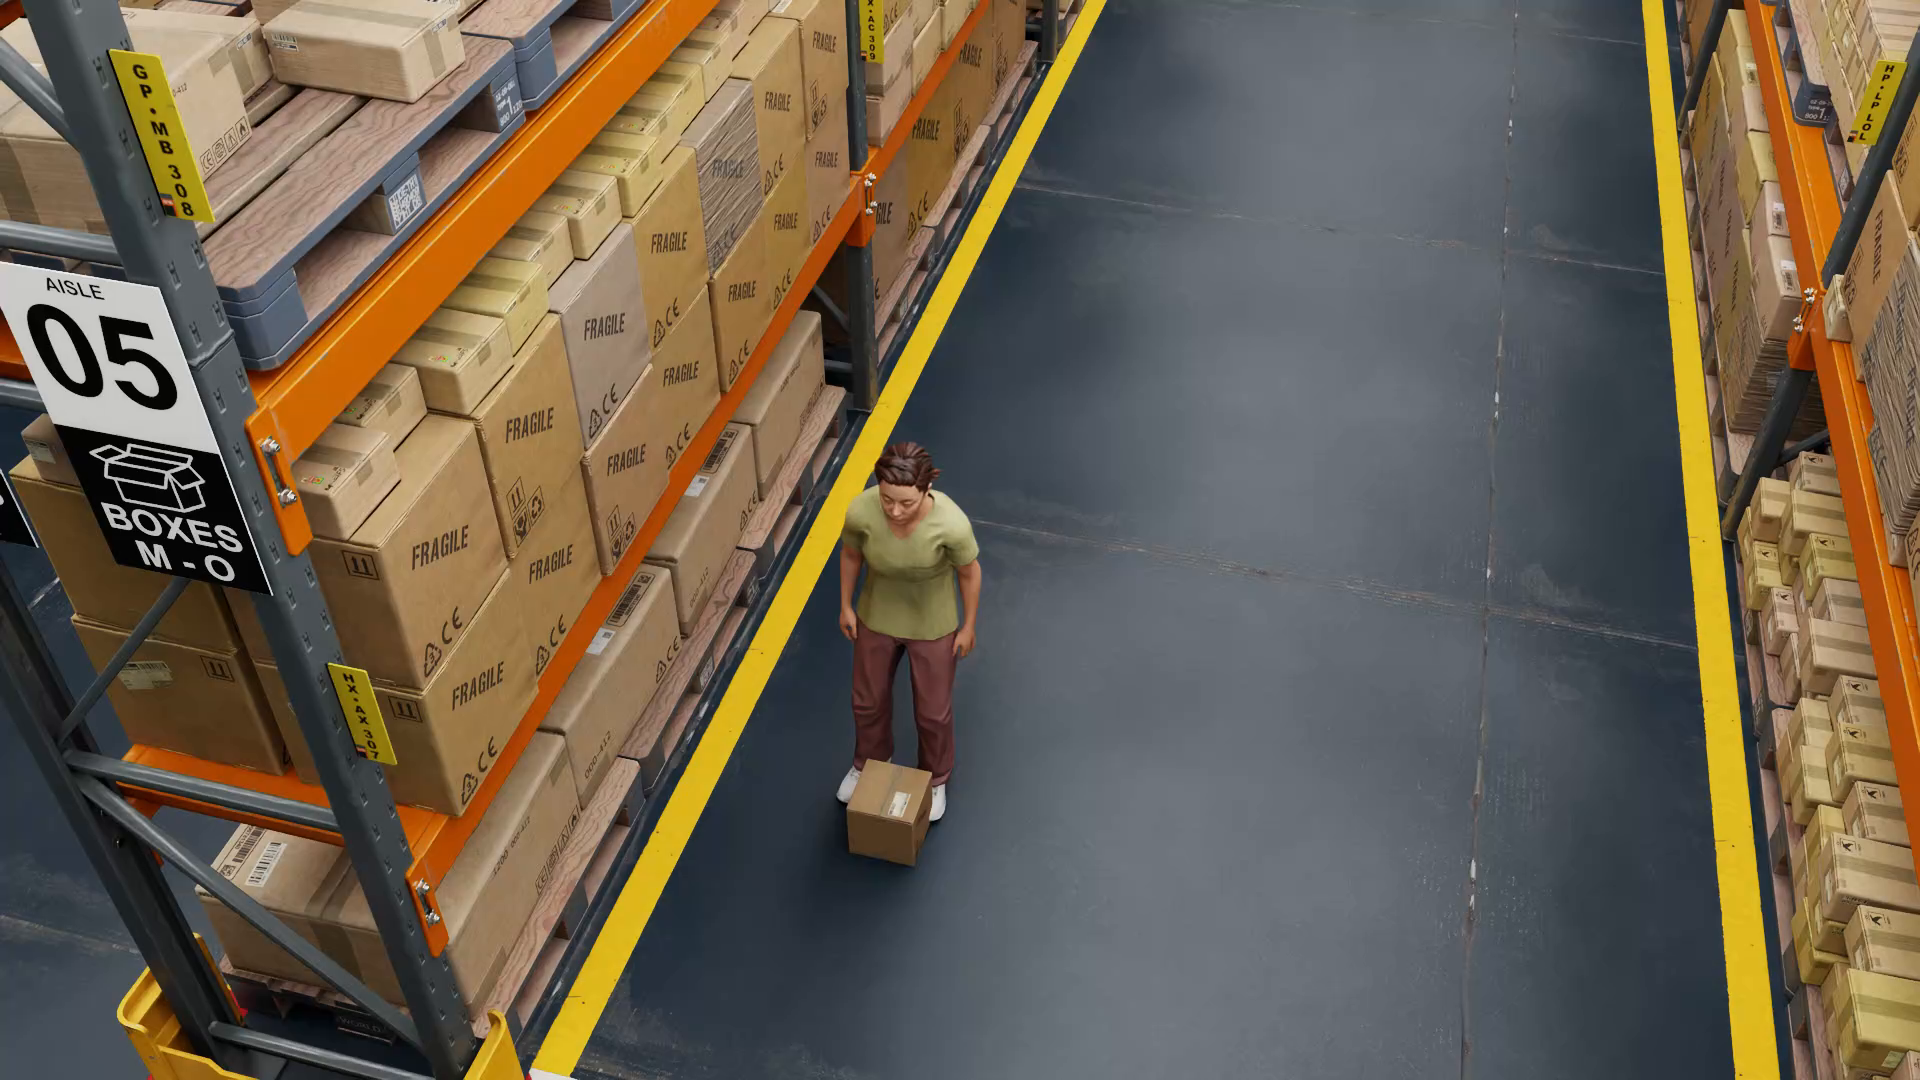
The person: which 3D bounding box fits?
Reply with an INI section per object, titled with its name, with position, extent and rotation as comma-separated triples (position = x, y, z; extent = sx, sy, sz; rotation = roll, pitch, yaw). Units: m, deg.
[person]
position = -0.190, 0.305, 5.811
extent = 0.506, 1.671, 0.364
rotation = 9, 42, 10
